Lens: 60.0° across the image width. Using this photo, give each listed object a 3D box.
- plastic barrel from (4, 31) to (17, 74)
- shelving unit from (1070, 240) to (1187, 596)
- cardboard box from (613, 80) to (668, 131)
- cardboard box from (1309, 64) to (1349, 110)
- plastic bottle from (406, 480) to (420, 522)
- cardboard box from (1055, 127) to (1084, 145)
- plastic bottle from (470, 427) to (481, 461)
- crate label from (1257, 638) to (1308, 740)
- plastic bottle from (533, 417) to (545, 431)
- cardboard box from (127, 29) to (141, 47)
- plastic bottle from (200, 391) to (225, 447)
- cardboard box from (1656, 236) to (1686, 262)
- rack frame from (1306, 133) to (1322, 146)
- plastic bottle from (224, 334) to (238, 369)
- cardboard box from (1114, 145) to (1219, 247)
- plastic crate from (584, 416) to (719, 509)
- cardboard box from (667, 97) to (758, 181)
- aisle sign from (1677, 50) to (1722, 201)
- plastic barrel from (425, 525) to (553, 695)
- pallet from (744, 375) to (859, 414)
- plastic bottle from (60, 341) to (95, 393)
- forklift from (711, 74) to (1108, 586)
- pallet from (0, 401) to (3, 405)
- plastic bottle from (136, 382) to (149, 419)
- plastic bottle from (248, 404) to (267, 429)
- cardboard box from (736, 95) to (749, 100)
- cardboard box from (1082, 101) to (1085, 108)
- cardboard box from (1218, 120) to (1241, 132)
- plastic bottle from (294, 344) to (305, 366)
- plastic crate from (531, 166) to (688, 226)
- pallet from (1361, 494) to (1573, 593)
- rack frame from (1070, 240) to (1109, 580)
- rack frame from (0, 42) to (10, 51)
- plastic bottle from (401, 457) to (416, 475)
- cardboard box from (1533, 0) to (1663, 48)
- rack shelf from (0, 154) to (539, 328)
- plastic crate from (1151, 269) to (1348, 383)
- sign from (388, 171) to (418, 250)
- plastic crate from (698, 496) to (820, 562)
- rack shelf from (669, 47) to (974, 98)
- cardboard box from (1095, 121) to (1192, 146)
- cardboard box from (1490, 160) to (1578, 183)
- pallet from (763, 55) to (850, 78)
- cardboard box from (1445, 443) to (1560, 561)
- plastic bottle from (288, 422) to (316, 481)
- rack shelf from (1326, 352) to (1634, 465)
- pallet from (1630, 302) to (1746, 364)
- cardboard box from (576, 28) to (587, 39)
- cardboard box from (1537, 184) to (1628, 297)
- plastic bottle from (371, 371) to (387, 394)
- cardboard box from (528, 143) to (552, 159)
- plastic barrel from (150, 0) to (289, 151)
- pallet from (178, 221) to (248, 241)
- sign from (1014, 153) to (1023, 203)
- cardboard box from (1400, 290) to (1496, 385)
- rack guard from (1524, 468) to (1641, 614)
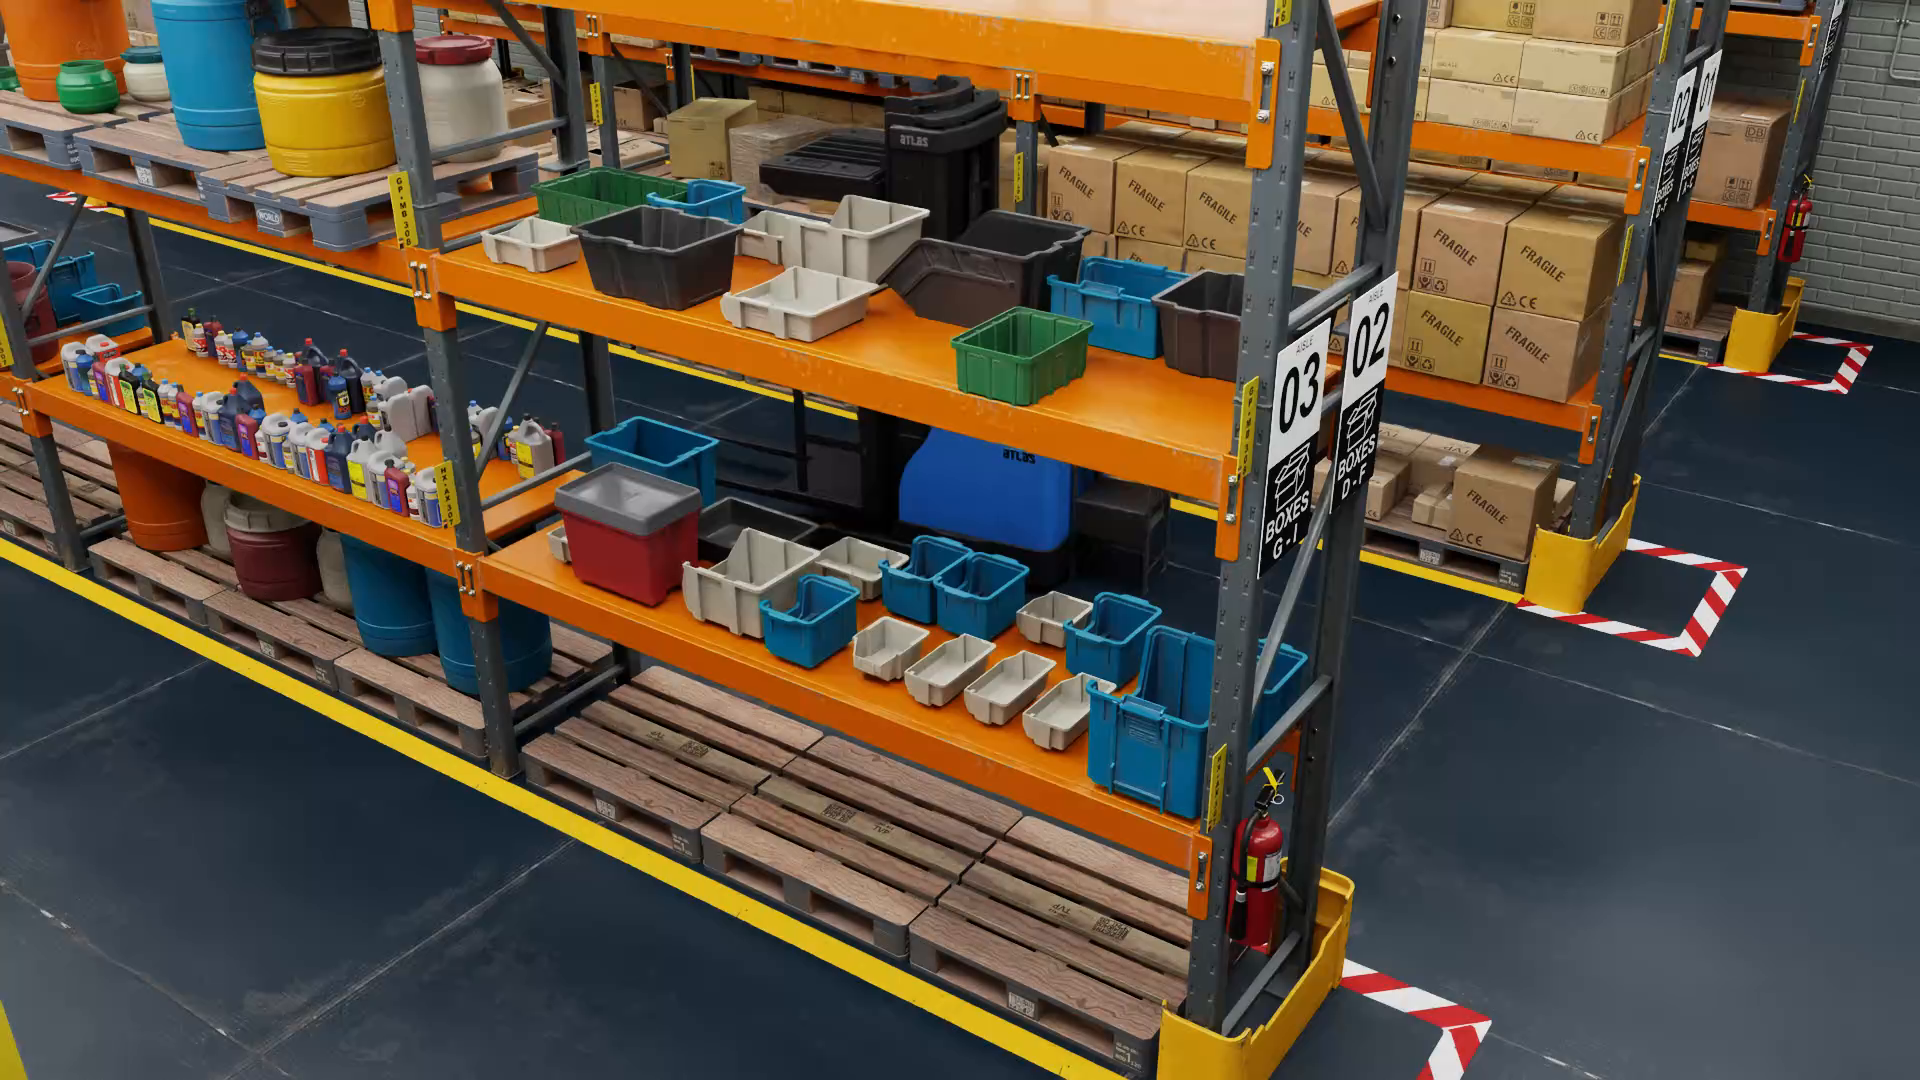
[{"bbox_3d":[-5.480,-2.901,9.986,0.421,0.512,0.421,0,27,0],"label":"plastic barrel"},{"bbox_3d":[1.010,-0.718,10.119,0.503,2.100,0.431,13,30,23],"label":"shelving unit"},{"bbox_3d":[-3.963,-5.384,20.568,0.500,0.500,0.500,15,30,27],"label":"cardboard box"},{"bbox_3d":[2.204,-2.810,10.097,0.500,0.250,0.500,17,32,30],"label":"cardboard box"},{"bbox_3d":[-2.719,-0.204,8.337,0.097,0.201,0.097,0,27,0],"label":"plastic bottle"},{"bbox_3d":[1.462,-3.787,17.066,0.750,0.750,0.750,17,32,30],"label":"cardboard box"},{"bbox_3d":[-2.623,-0.508,8.934,0.097,0.201,0.097,0,27,0],"label":"plastic bottle"},{"bbox_3d":[1.180,0.596,6.664,0.303,0.233,0.416,17,32,30],"label":"crate label"},{"bbox_3d":[-2.271,-0.529,8.884,0.133,0.283,0.061,17,32,30],"label":"plastic bottle"},{"bbox_3d":[-8.352,-5.180,17.071,0.250,0.149,0.380,17,31,30],"label":"cardboard box"},{"bbox_3d":[-4.080,-0.676,9.183,0.135,0.276,0.152,17,32,30],"label":"plastic bottle"},{"bbox_3d":[5.964,-2.439,14.087,0.250,0.149,0.380,17,31,30],"label":"cardboard box"},{"bbox_3d":[3.509,-3.996,15.570,0.127,3.000,1.000,17,32,30],"label":"rack frame"},{"bbox_3d":[-4.467,-1.166,10.227,0.097,0.201,0.097,0,27,0],"label":"plastic bottle"},{"bbox_3d":[1.362,-2.275,10.975,0.500,0.500,0.500,16,31,29],"label":"cardboard box"},{"bbox_3d":[-1.522,-0.320,8.297,0.575,0.384,0.392,17,32,30],"label":"plastic crate"},{"bbox_3d":[-2.007,-3.283,13.594,0.500,0.500,0.700,7,28,13],"label":"cardboard box"},{"bbox_3d":[4.227,-2.367,9.502,0.004,0.787,0.394,17,32,30],"label":"aisle sign"},{"bbox_3d":[-2.539,0.309,8.959,0.708,0.901,0.600,17,32,30],"label":"plastic barrel"},{"bbox_3d":[-0.994,-1.408,13.559,1.213,0.211,1.003,17,32,30],"label":"pallet"},{"bbox_3d":[-5.223,-1.033,9.882,0.135,0.276,0.152,17,32,30],"label":"plastic bottle"},{"bbox_3d":[-0.569,-1.455,10.652,3.031,2.935,1.130,13,30,23],"label":"forklift"},{"bbox_3d":[-8.025,-0.917,12.593,1.213,0.211,1.003,17,32,30],"label":"pallet"},{"bbox_3d":[-4.652,-0.806,9.520,0.097,0.201,0.097,0,27,0],"label":"plastic bottle"},{"bbox_3d":[-3.813,-0.610,9.057,0.097,0.271,0.097,0,27,0],"label":"plastic bottle"},{"bbox_3d":[-2.469,-4.950,19.714,0.500,0.500,0.700,19,32,32],"label":"cardboard box"},{"bbox_3d":[1.429,-4.429,16.676,0.250,0.149,0.380,18,32,31],"label":"cardboard box"},{"bbox_3d":[2.661,-4.014,15.859,0.250,0.149,0.380,18,32,32],"label":"cardboard box"},{"bbox_3d":[-3.880,-1.030,9.869,0.133,0.283,0.061,17,32,30],"label":"plastic bottle"},{"bbox_3d":[-1.580,-1.539,7.668,0.662,0.188,0.450,17,32,30],"label":"plastic crate"},{"bbox_3d":[3.284,-0.097,10.983,1.213,0.211,1.003,17,32,30],"label":"pallet"},{"bbox_3d":[0.791,-0.767,10.215,0.015,2.100,0.400,13,30,23],"label":"rack frame"},{"bbox_3d":[-5.397,-3.993,8.949,0.127,3.000,1.000,17,32,30],"label":"rack frame"},{"bbox_3d":[-2.854,-0.330,8.584,0.097,0.201,0.097,0,27,0],"label":"plastic bottle"},{"bbox_3d":[3.572,-3.069,9.228,0.500,0.500,0.700,17,32,30],"label":"cardboard box"},{"bbox_3d":[-3.749,-1.822,8.784,4.000,0.370,1.077,17,32,30],"label":"rack shelf"},{"bbox_3d":[1.038,-0.747,6.022,0.590,0.269,0.497,17,32,30],"label":"plastic crate"},{"bbox_3d":[-2.413,-1.428,7.206,0.005,0.325,0.100,17,32,30],"label":"sign"},{"bbox_3d":[-1.025,-0.010,7.973,0.590,0.125,0.437,17,32,30],"label":"plastic crate"},{"bbox_3d":[-1.437,-5.217,18.760,4.000,0.370,1.077,17,32,30],"label":"rack shelf"},{"bbox_3d":[1.271,-2.601,11.614,0.500,0.500,0.500,17,32,31],"label":"cardboard box"},{"bbox_3d":[5.151,-3.612,14.484,0.700,0.700,0.980,16,31,28],"label":"cardboard box"},{"bbox_3d":[-1.443,-5.431,18.600,1.213,0.211,1.003,17,32,30],"label":"pallet"},{"bbox_3d":[3.417,-0.246,10.471,0.500,0.500,0.500,17,32,30],"label":"cardboard box"},{"bbox_3d":[-3.436,-0.476,8.788,0.135,0.276,0.152,17,32,30],"label":"plastic bottle"},{"bbox_3d":[2.356,-1.309,11.083,4.000,0.370,1.077,17,32,30],"label":"rack shelf"},{"bbox_3d":[6.103,-1.903,14.530,1.213,0.211,1.003,17,32,30],"label":"pallet"},{"bbox_3d":[-4.476,-6.256,20.152,0.500,0.250,0.500,17,32,30],"label":"cardboard box"},{"bbox_3d":[3.788,-1.819,10.079,0.500,0.500,0.500,18,32,32],"label":"cardboard box"},{"bbox_3d":[-3.300,-0.834,9.497,0.097,0.271,0.097,0,27,0],"label":"plastic bottle"},{"bbox_3d":[-3.673,-3.365,14.606,0.250,0.149,0.380,20,33,34],"label":"cardboard box"},{"bbox_3d":[-3.593,-2.421,8.151,0.708,0.901,0.600,17,32,30],"label":"plastic barrel"},{"bbox_3d":[-7.528,-3.488,17.645,1.213,0.211,1.003,17,32,30],"label":"pallet"},{"bbox_3d":[0.396,-2.451,11.257,0.005,0.325,0.100,17,32,30],"label":"sign"},{"bbox_3d":[3.052,-1.306,10.173,0.500,0.500,0.500,18,32,31],"label":"cardboard box"},{"bbox_3d":[3.942,-0.022,10.516,0.348,0.500,1.175,17,32,30],"label":"rack guard"}]
